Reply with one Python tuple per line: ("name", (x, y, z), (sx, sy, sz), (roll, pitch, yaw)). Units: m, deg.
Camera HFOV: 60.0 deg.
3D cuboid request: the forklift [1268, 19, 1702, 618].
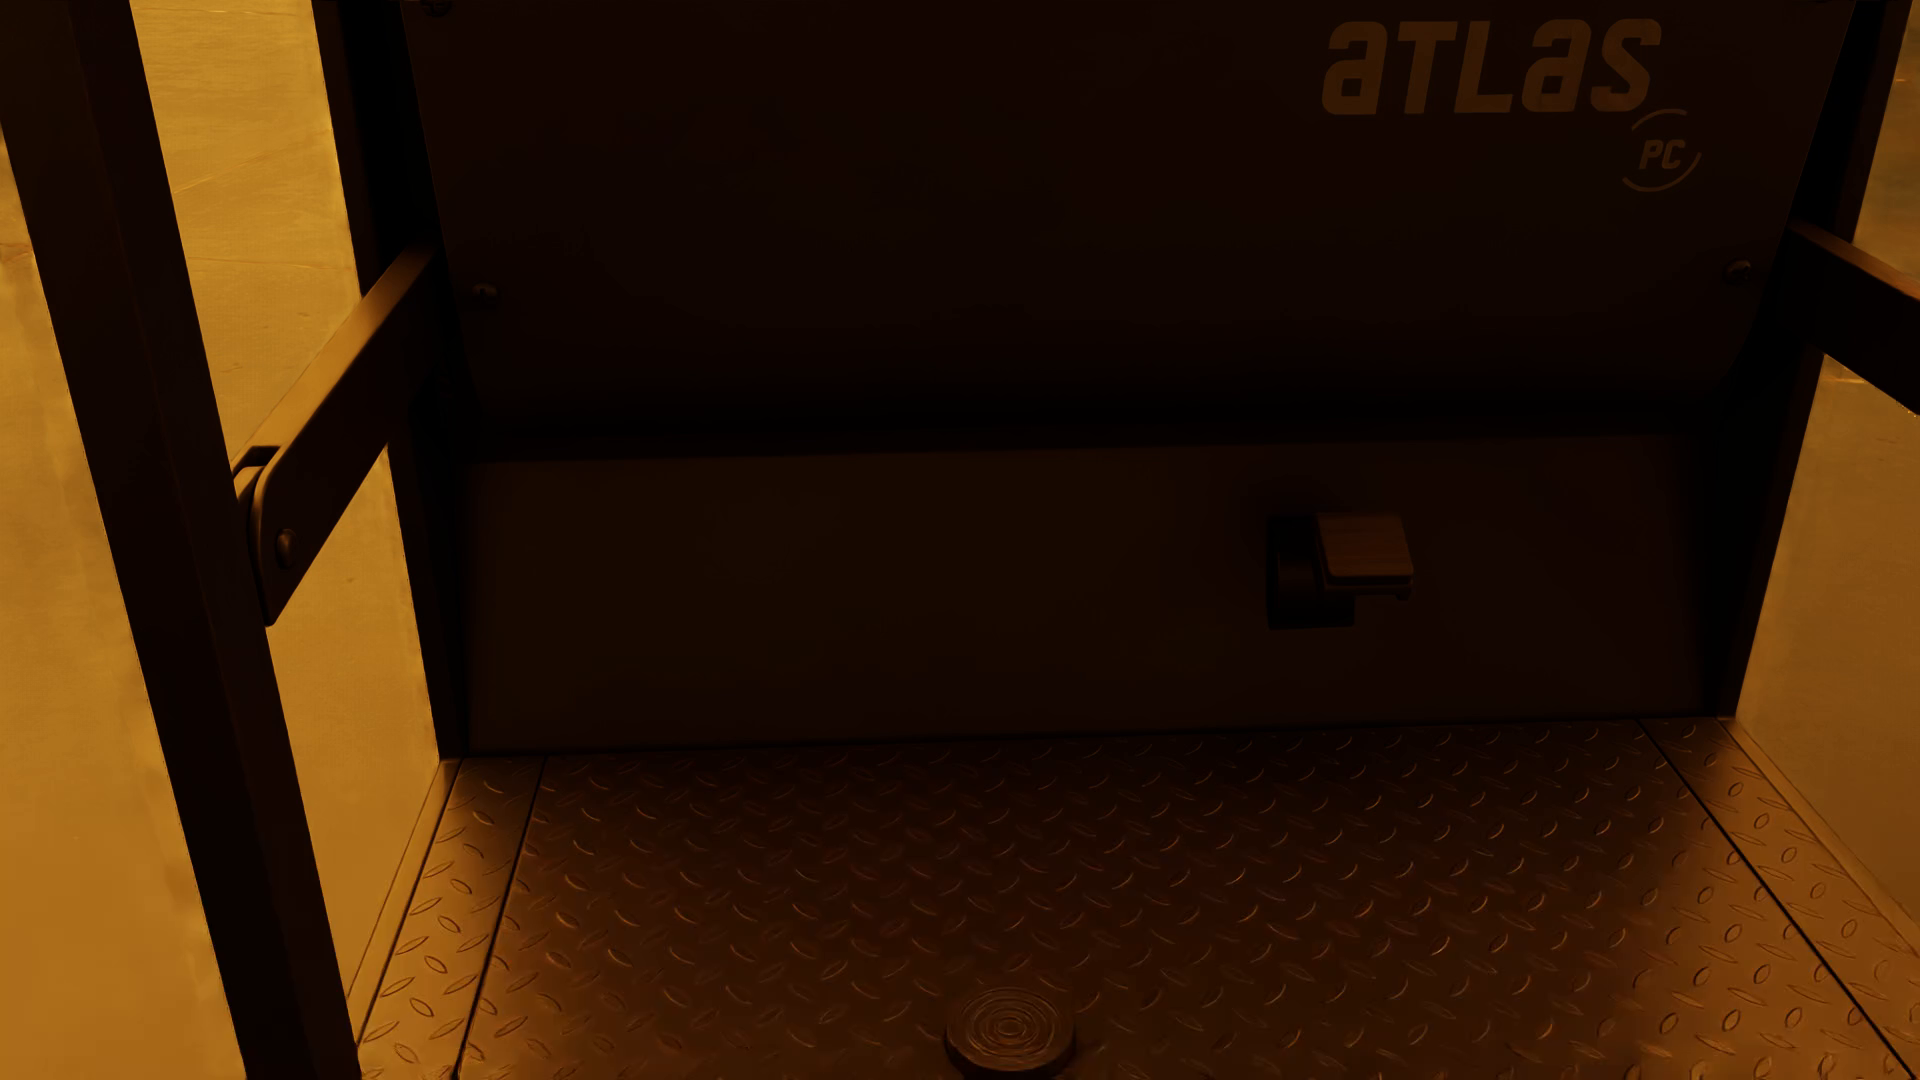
("forklift", (0.125, -0.733, 0.699), (1.121, 2.935, 3.031), (-2, 27, -3))
